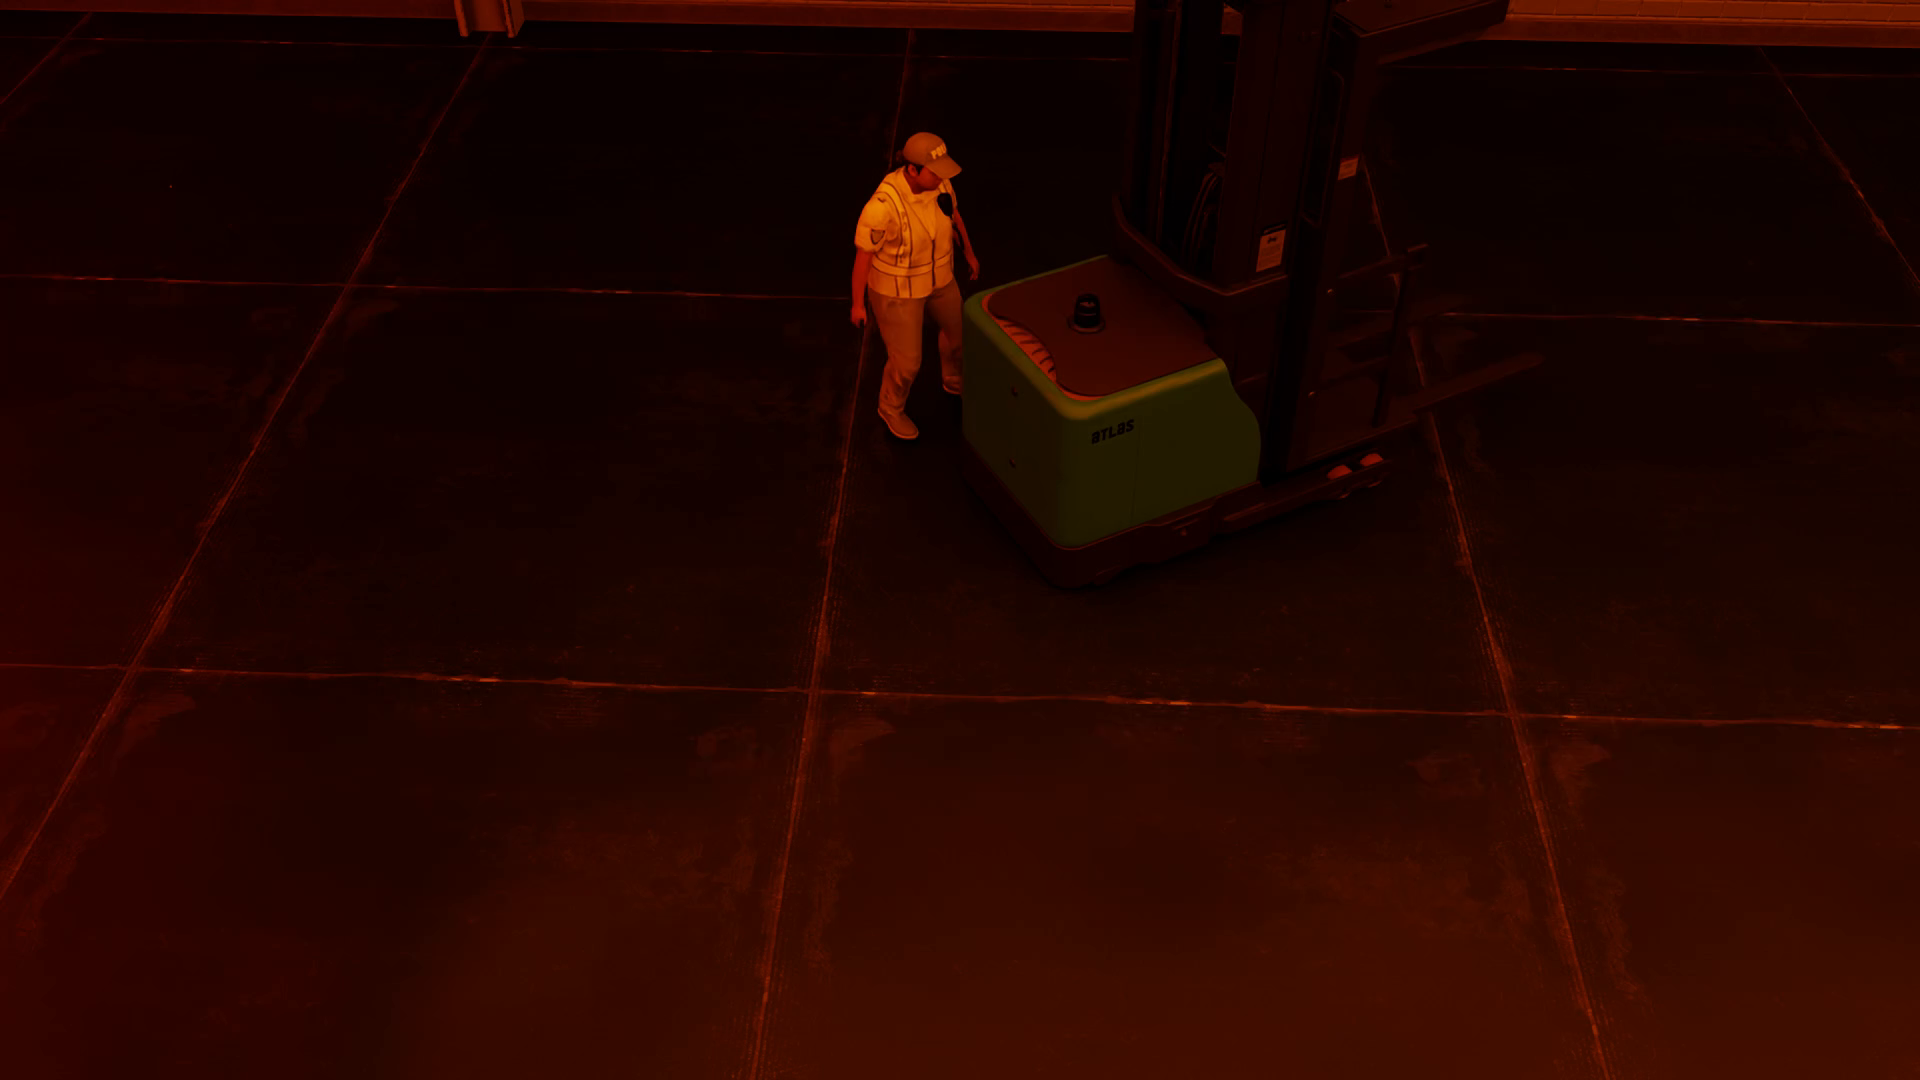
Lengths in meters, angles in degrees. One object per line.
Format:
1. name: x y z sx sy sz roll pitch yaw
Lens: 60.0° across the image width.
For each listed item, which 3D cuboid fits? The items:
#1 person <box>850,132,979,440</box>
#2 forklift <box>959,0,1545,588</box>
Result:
1. person: -0.175 -1.242 8.010 0.778 1.638 0.457 -32 51 -30
2. forklift: 1.542 -1.577 7.469 3.031 2.935 1.130 -20 46 -20
